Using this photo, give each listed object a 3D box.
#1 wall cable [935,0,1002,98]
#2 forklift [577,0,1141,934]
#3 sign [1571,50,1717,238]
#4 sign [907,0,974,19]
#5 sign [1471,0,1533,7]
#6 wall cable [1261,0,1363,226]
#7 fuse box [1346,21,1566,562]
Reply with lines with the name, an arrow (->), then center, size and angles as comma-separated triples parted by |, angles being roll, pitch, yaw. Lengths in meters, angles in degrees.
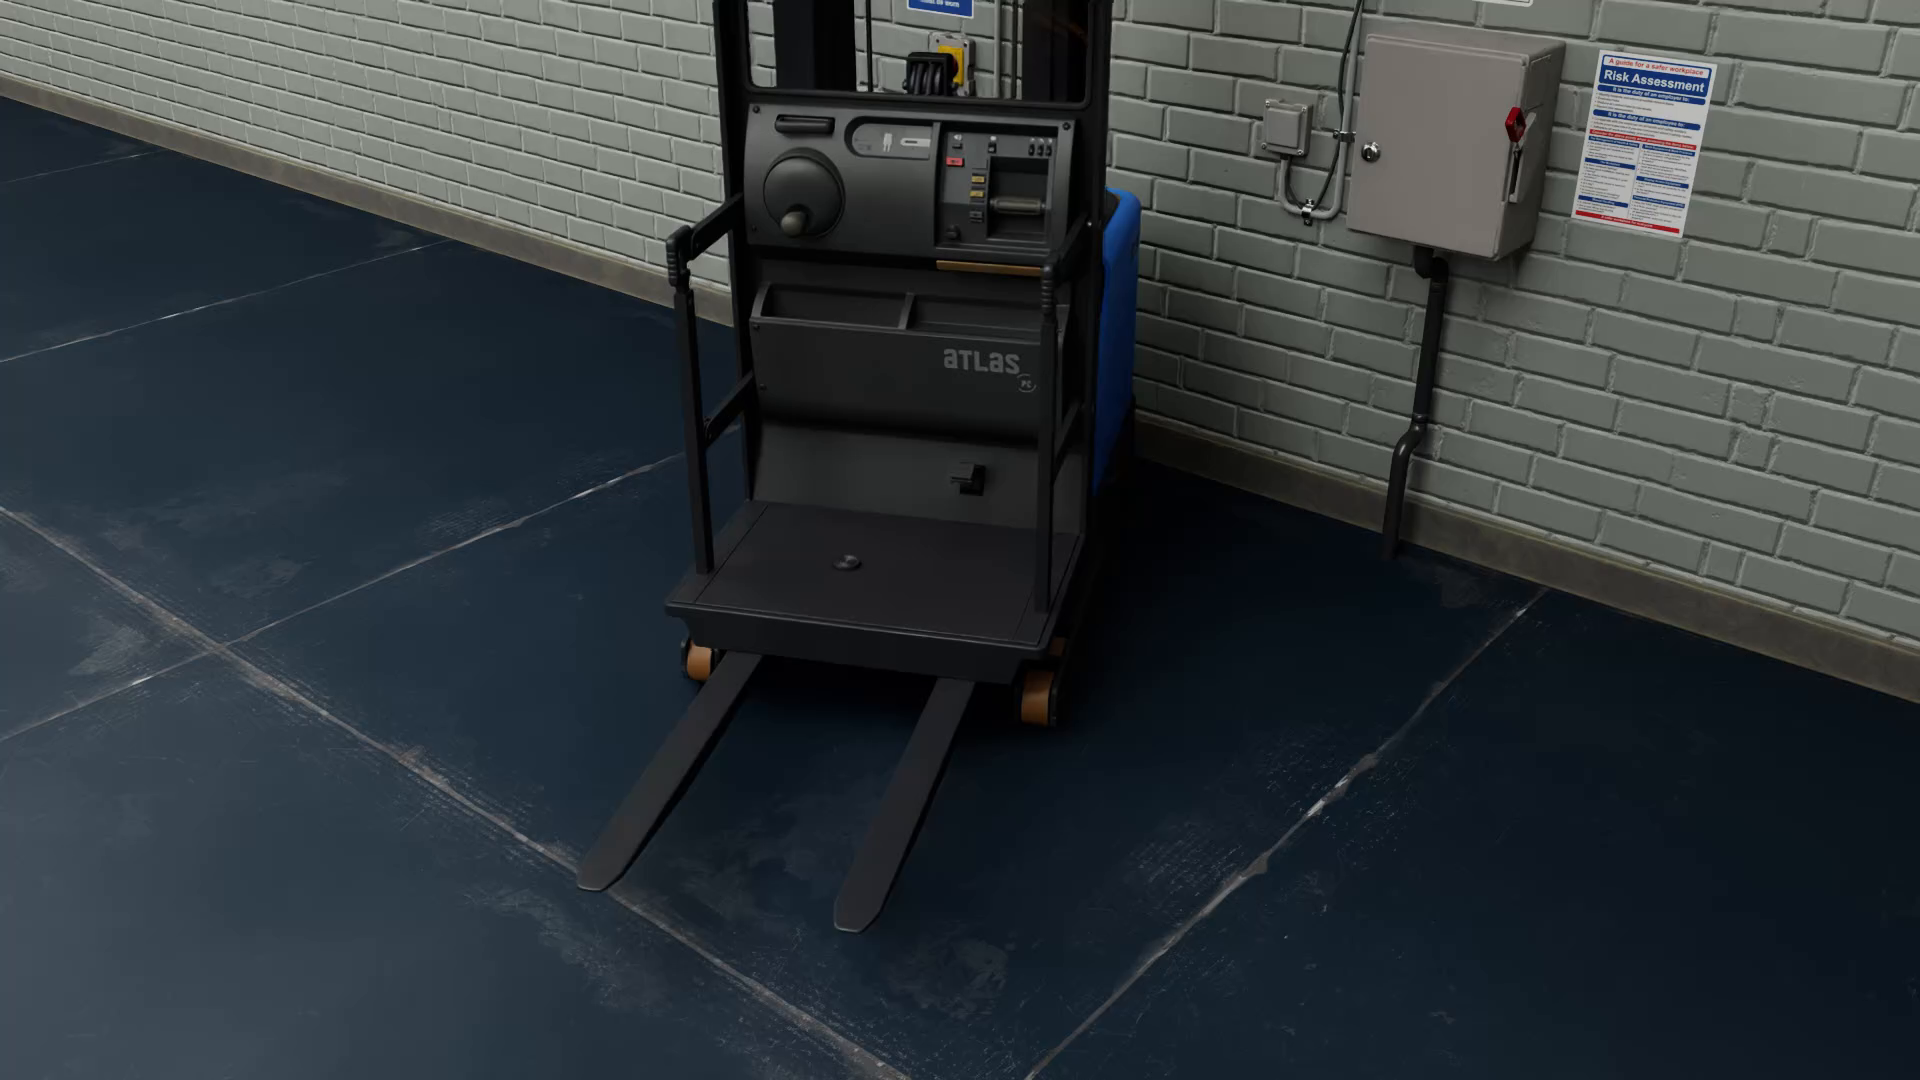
wall cable -> -0.077, -2.386, 5.957 | 0.585, 1.953, 0.123 | 21, 34, 34
forklift -> -0.194, -0.962, 4.420 | 1.130, 2.935, 3.031 | 6, 28, 12
sign -> 1.964, -1.142, 4.796 | 0.329, 0.494, 0.001 | 21, 34, 34
sign -> -0.075, -2.076, 6.205 | 0.327, 0.218, 0.001 | 21, 34, 34
sign -> 1.540, -1.711, 4.894 | 0.339, 0.242, 0.001 | 21, 34, 34
wall cable -> 1.025, -1.961, 5.171 | 0.588, 1.984, 0.122 | 21, 34, 34
fuse box -> 1.451, -0.682, 5.207 | 0.539, 1.711, 0.414 | 21, 34, 34
